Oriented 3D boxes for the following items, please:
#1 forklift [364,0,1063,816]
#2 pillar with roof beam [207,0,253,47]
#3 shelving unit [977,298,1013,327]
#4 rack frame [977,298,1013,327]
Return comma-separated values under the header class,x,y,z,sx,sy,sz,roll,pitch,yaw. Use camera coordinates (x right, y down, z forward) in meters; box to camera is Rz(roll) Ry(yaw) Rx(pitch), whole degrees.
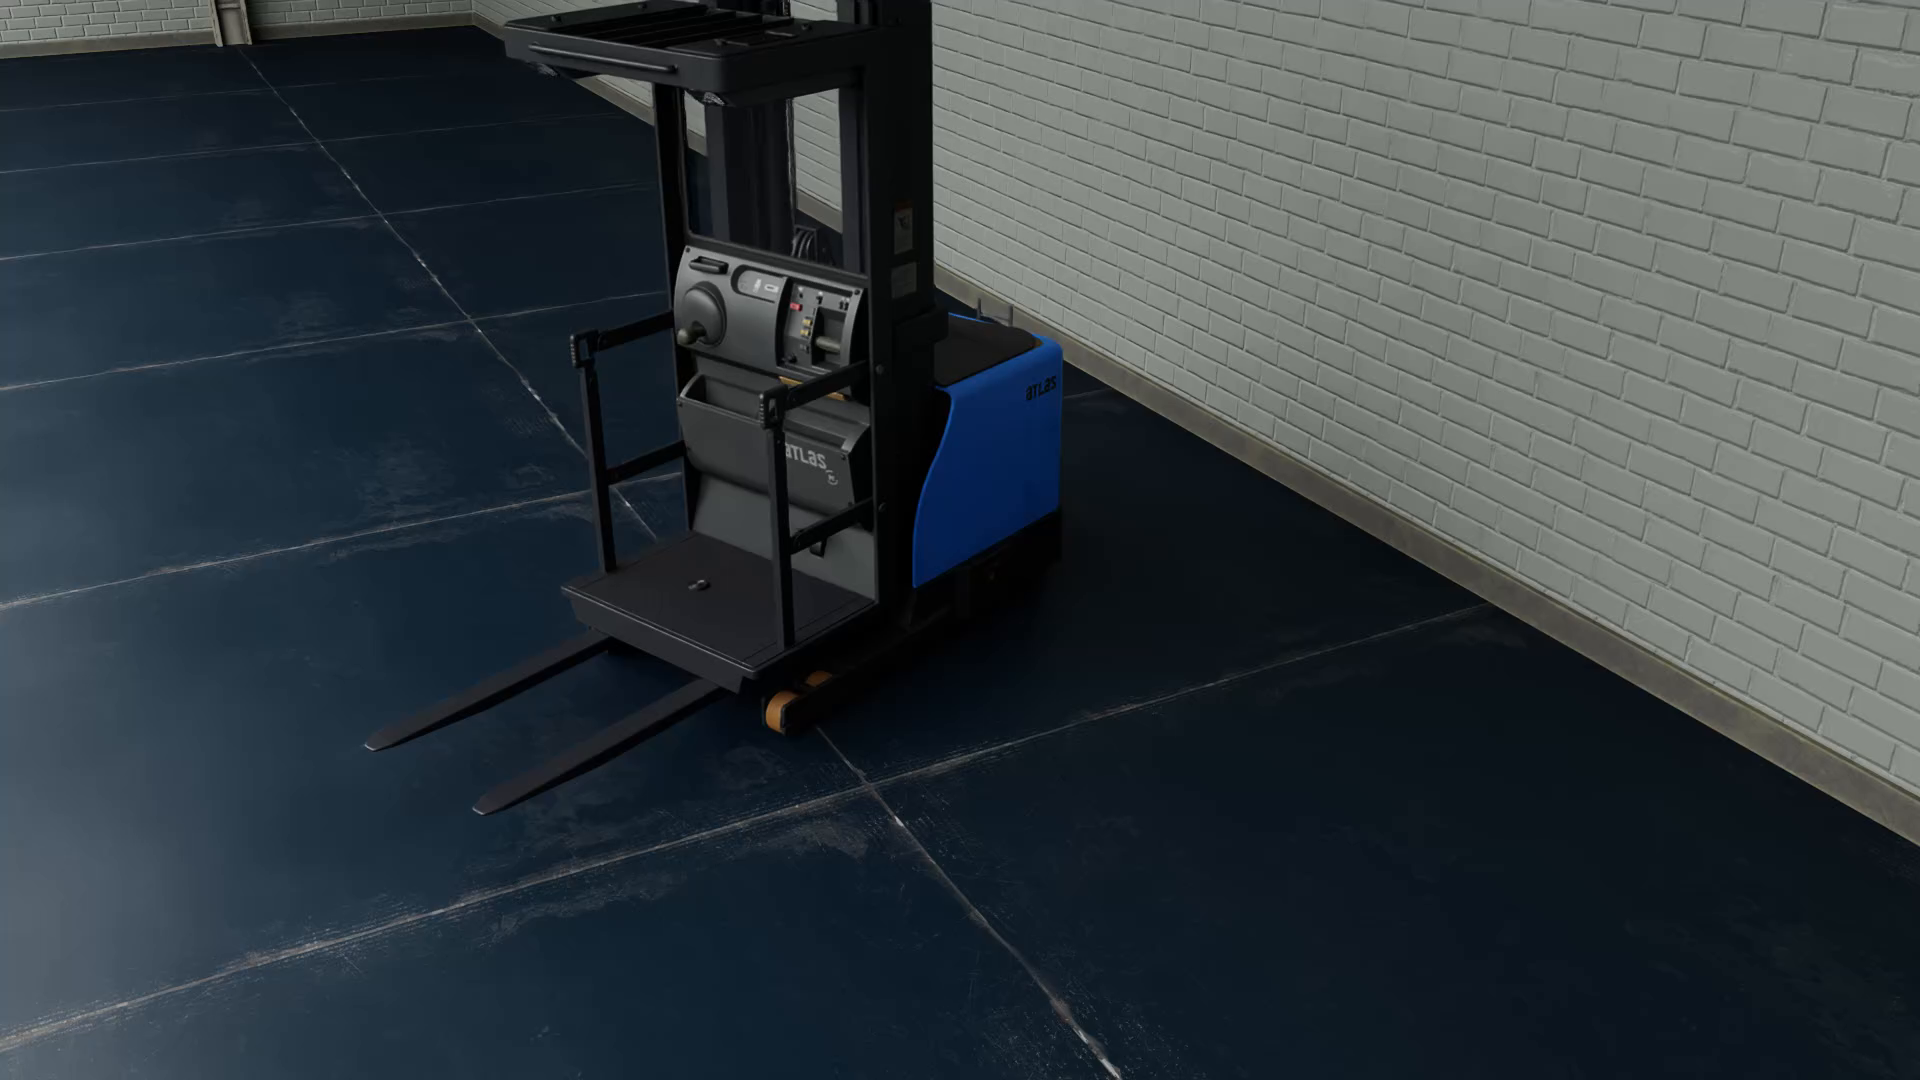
class,x,y,z,sx,sy,sz,roll,pitch,yaw
forklift,-0.860,-0.832,6.097,1.130,2.935,3.031,19,32,34
pillar with roof beam,-6.922,-8.532,15.124,0.400,9.000,9.100,-13,29,-25
shelving unit,0.084,-0.571,7.726,0.215,1.050,0.252,19,32,34
rack frame,0.160,-0.612,7.812,0.200,1.050,0.008,19,32,34
